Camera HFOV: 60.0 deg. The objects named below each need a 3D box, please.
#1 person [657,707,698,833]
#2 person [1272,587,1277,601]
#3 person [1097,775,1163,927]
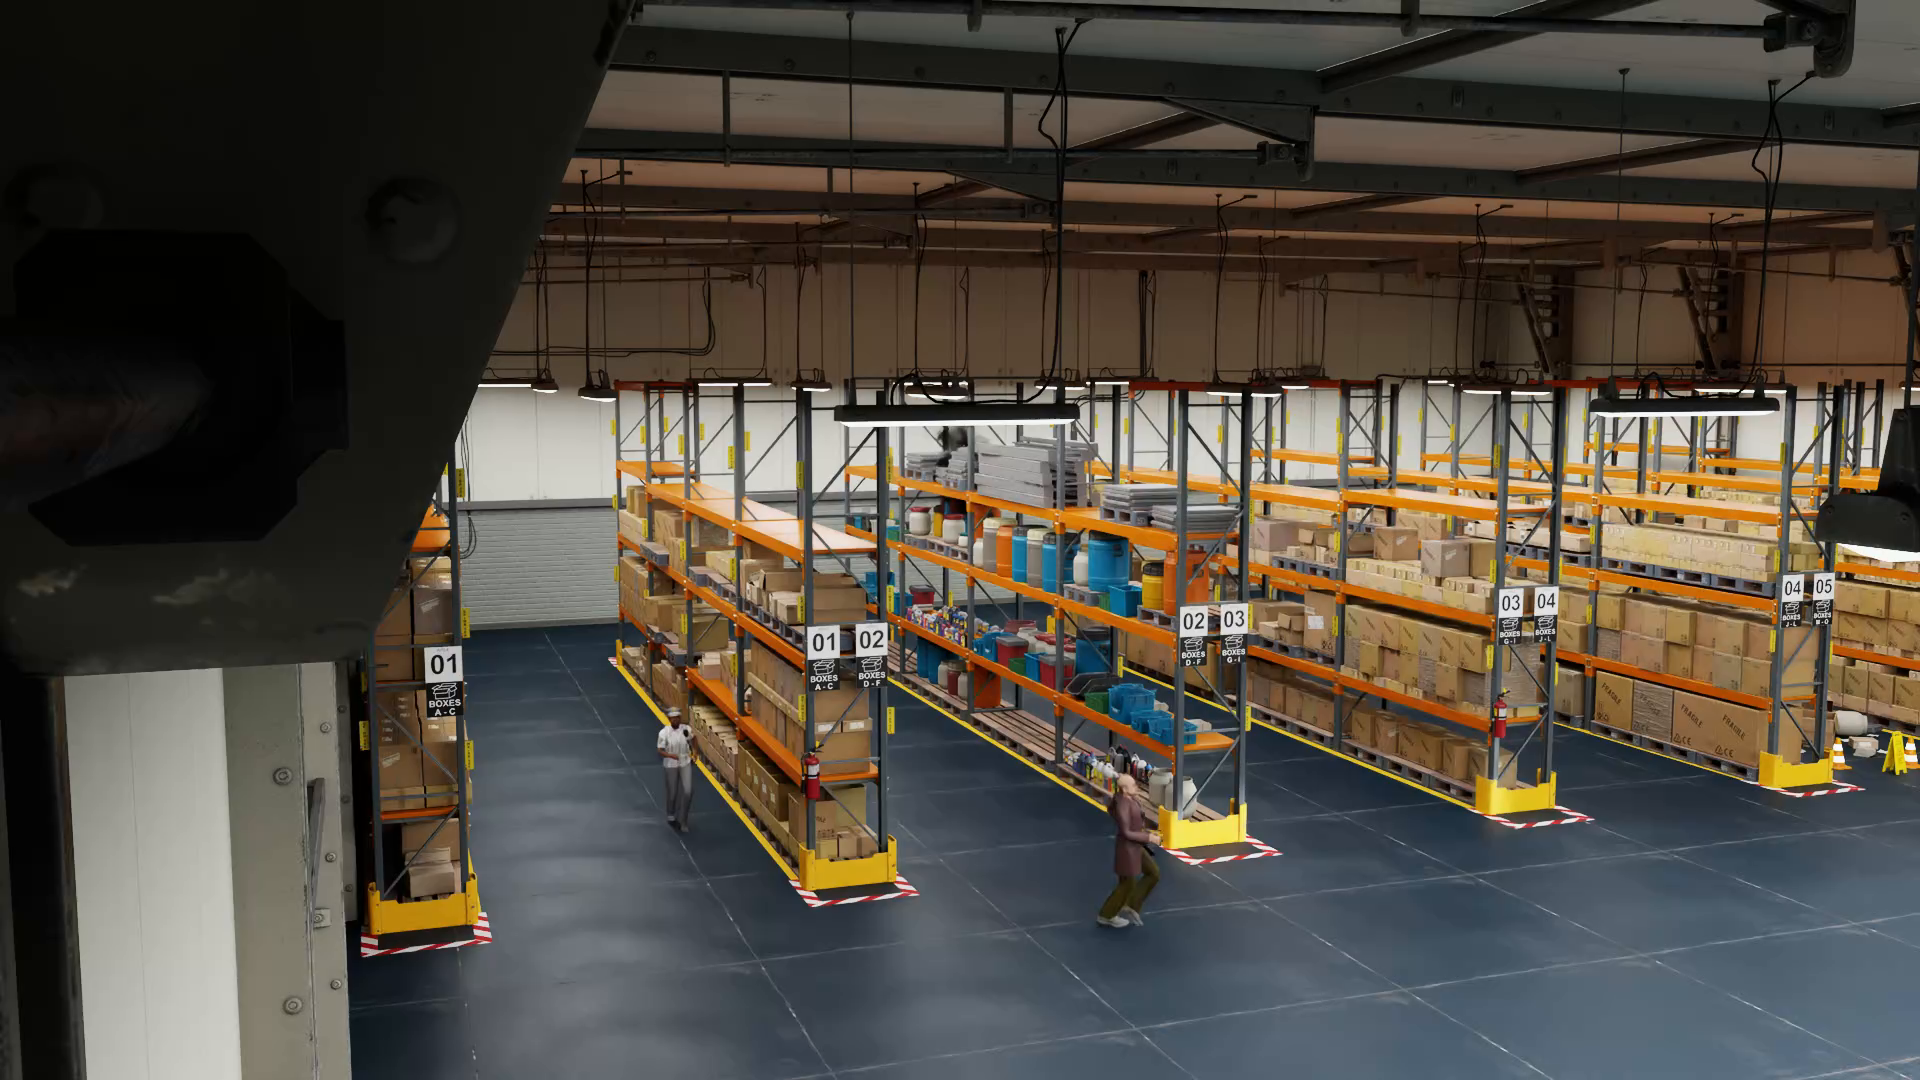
[{"bbox_3d":[-3.844,3.115,22.715,0.581,1.728,0.734,-2,6,-18],"label":"person"},{"bbox_3d":[7.854,1.063,41.623,0.618,1.743,0.684,-2,6,-21],"label":"person"},{"bbox_3d":[1.913,3.498,18.680,0.741,1.770,0.719,1,6,12],"label":"person"}]
